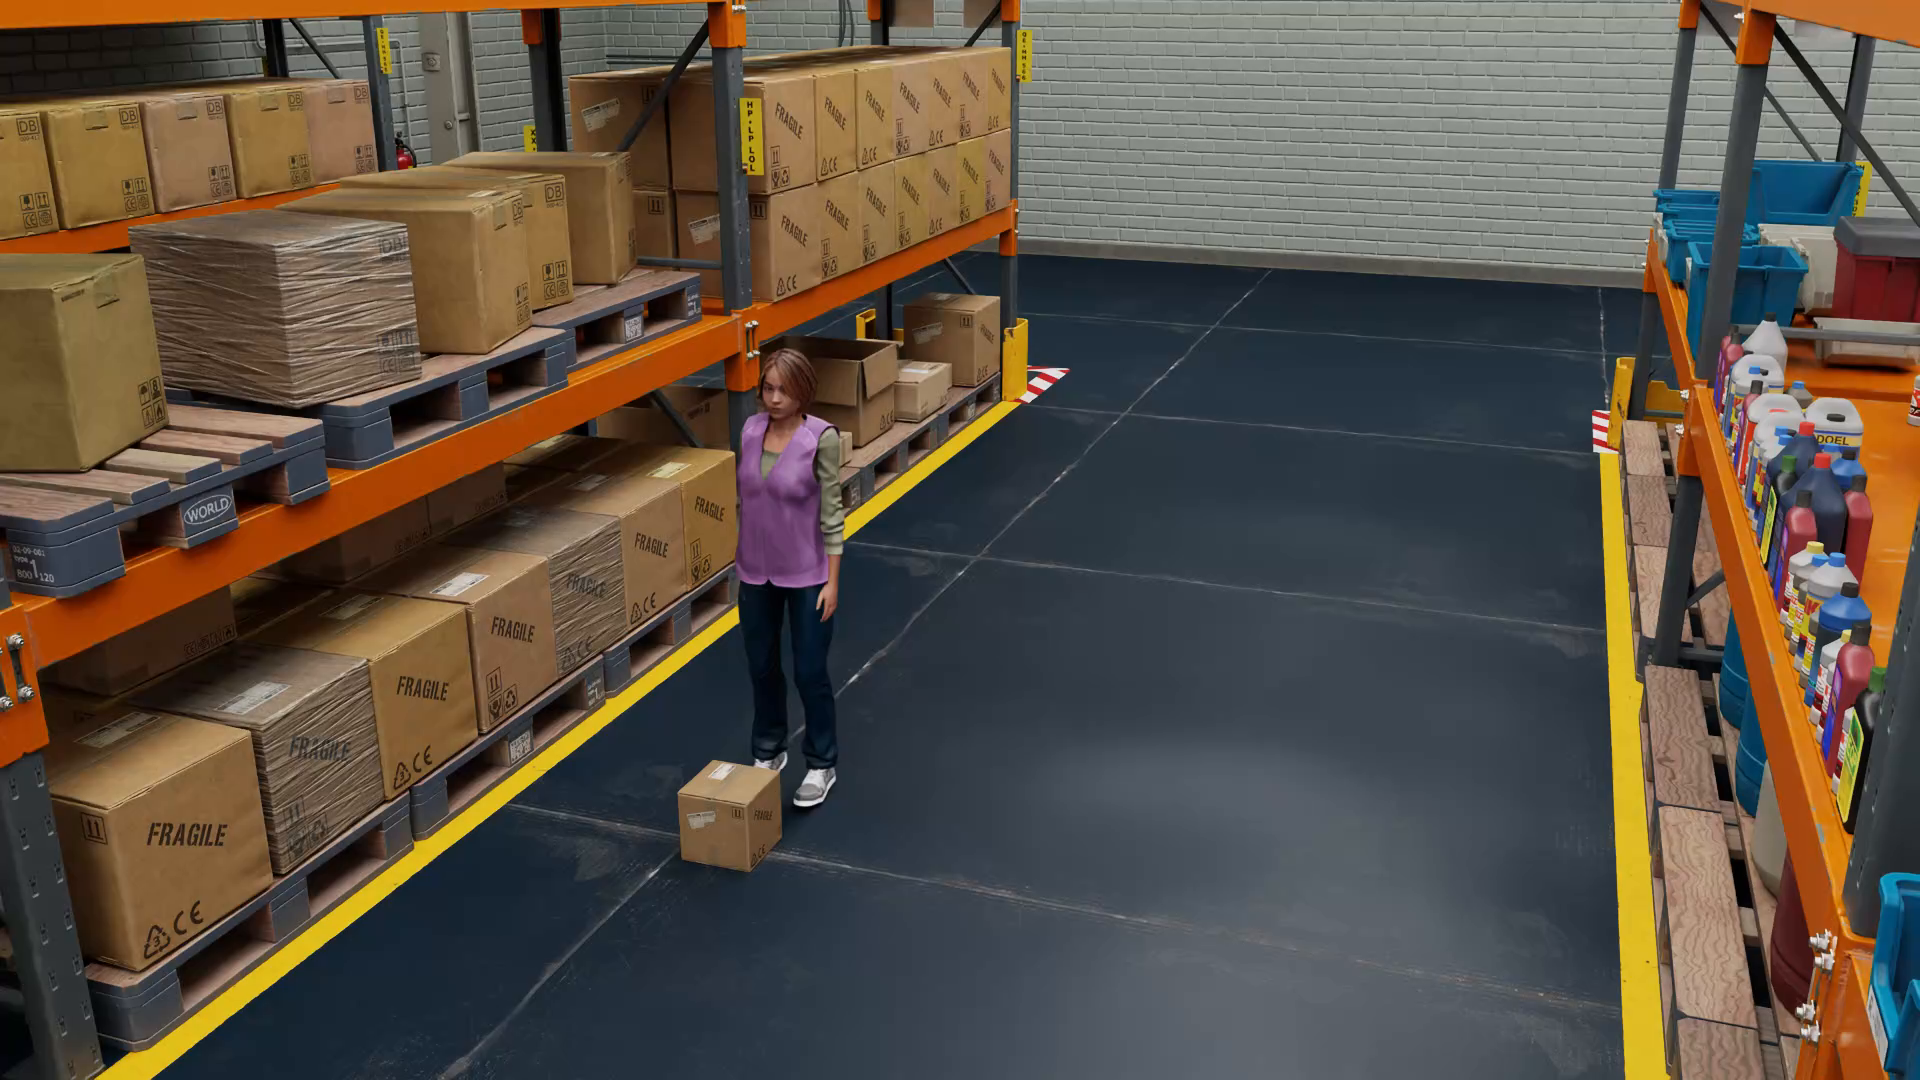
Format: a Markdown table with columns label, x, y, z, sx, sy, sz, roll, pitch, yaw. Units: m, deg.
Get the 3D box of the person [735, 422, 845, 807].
| label | x | y | z | sx | sy | sz | roll | pitch | yaw |
| --- | --- | --- | --- | --- | --- | --- | --- | --- | --- |
| person | -0.582 | 0.270 | 5.740 | 0.407 | 1.383 | 0.330 | 7 | 20 | 19 |
